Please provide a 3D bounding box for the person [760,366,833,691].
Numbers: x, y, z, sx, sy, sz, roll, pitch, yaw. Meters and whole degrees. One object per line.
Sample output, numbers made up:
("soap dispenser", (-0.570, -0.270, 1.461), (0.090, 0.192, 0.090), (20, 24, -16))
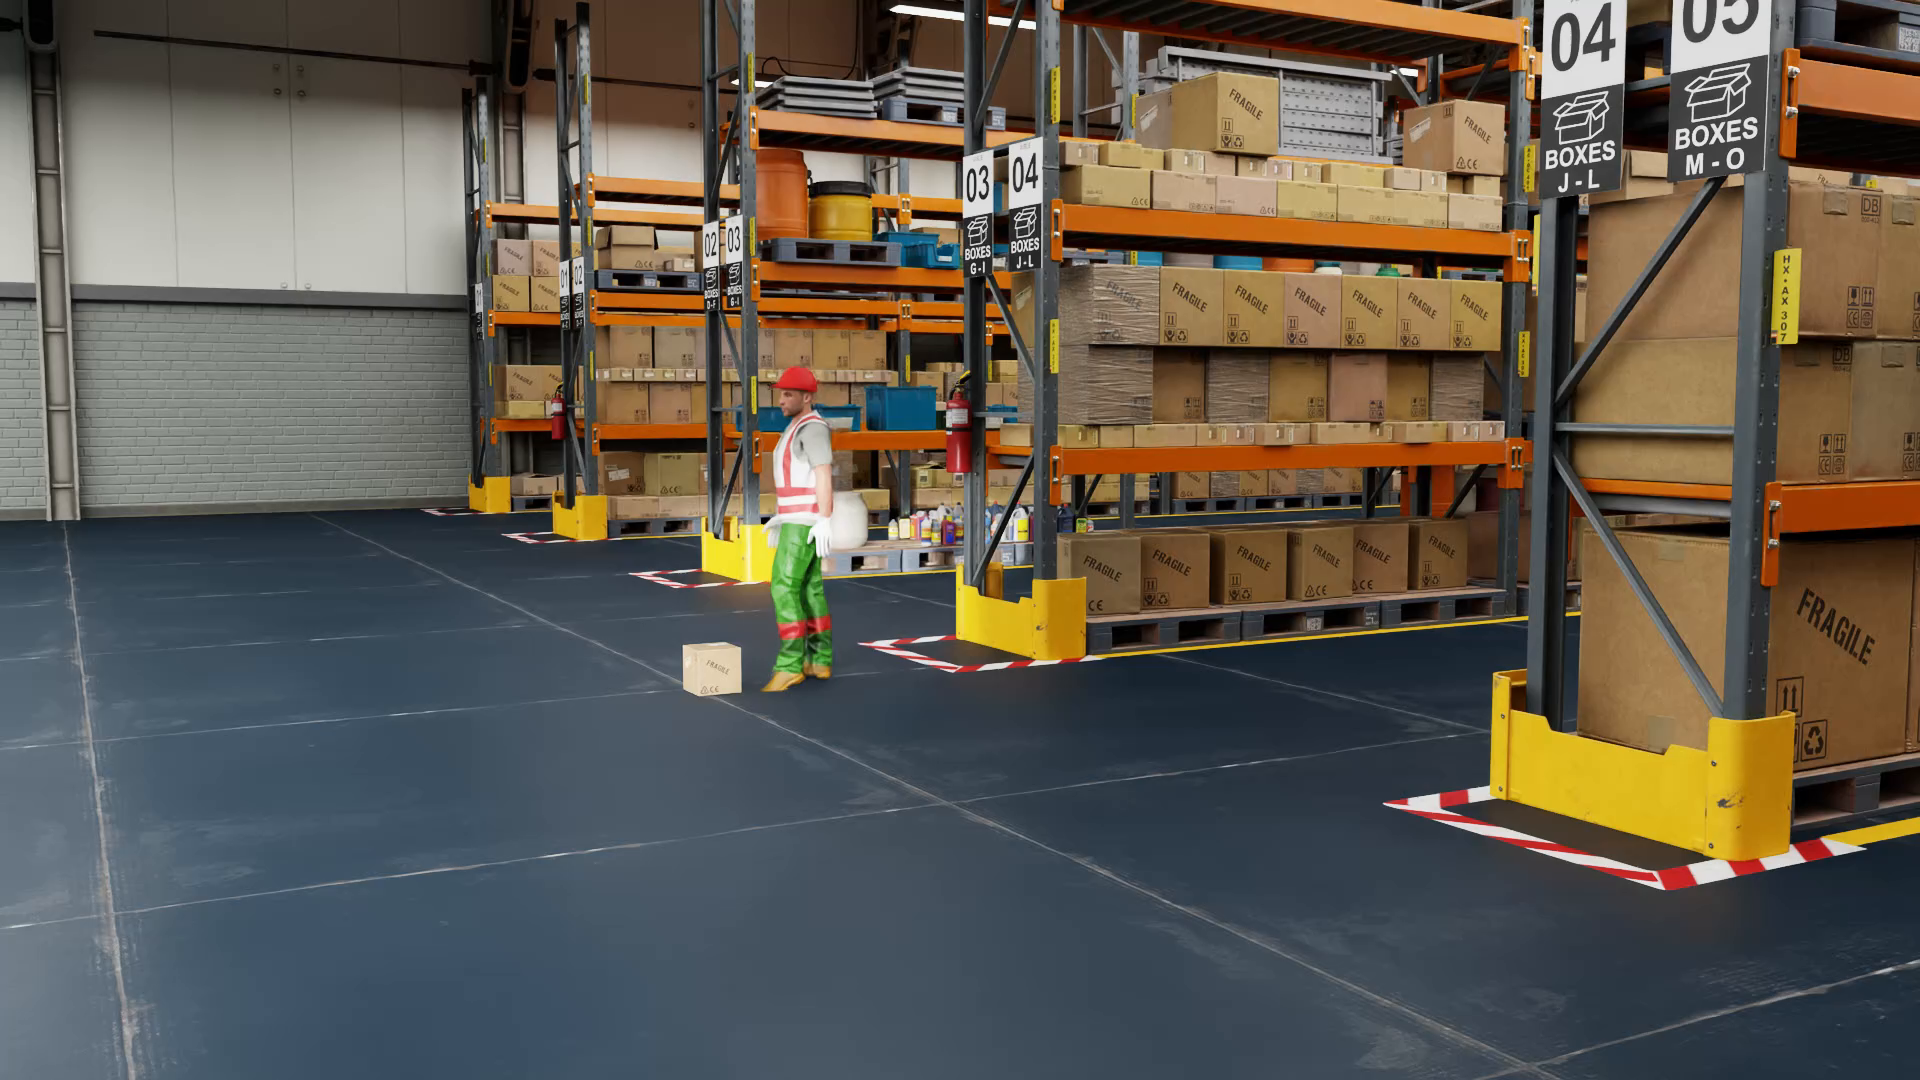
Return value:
("person", (-0.947, -0.053, 9.422), (0.474, 1.852, 0.634), (-1, 5, -11))
